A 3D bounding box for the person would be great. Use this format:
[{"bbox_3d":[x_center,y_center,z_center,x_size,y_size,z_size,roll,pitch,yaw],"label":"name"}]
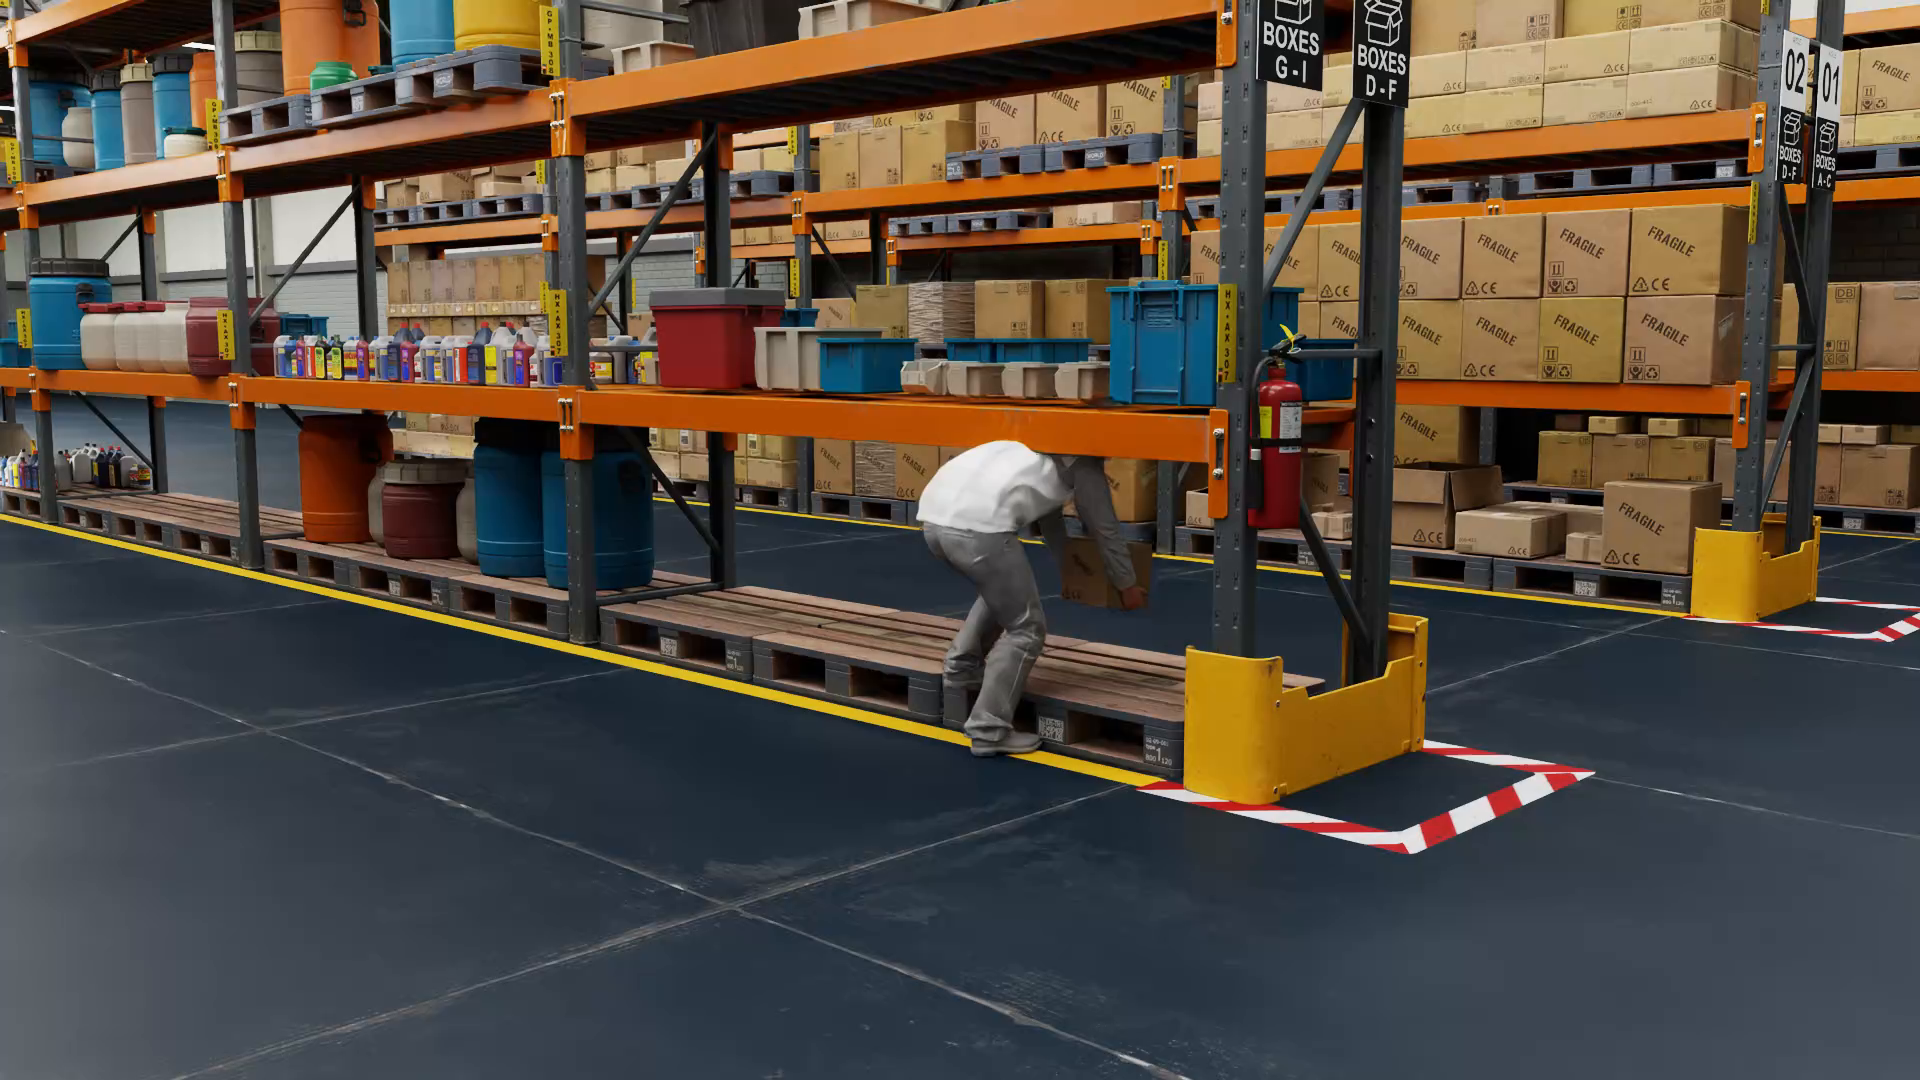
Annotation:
[{"bbox_3d":[0.283,0.110,6.491,0.936,1.352,0.496,-4,8,-31],"label":"person"}]
